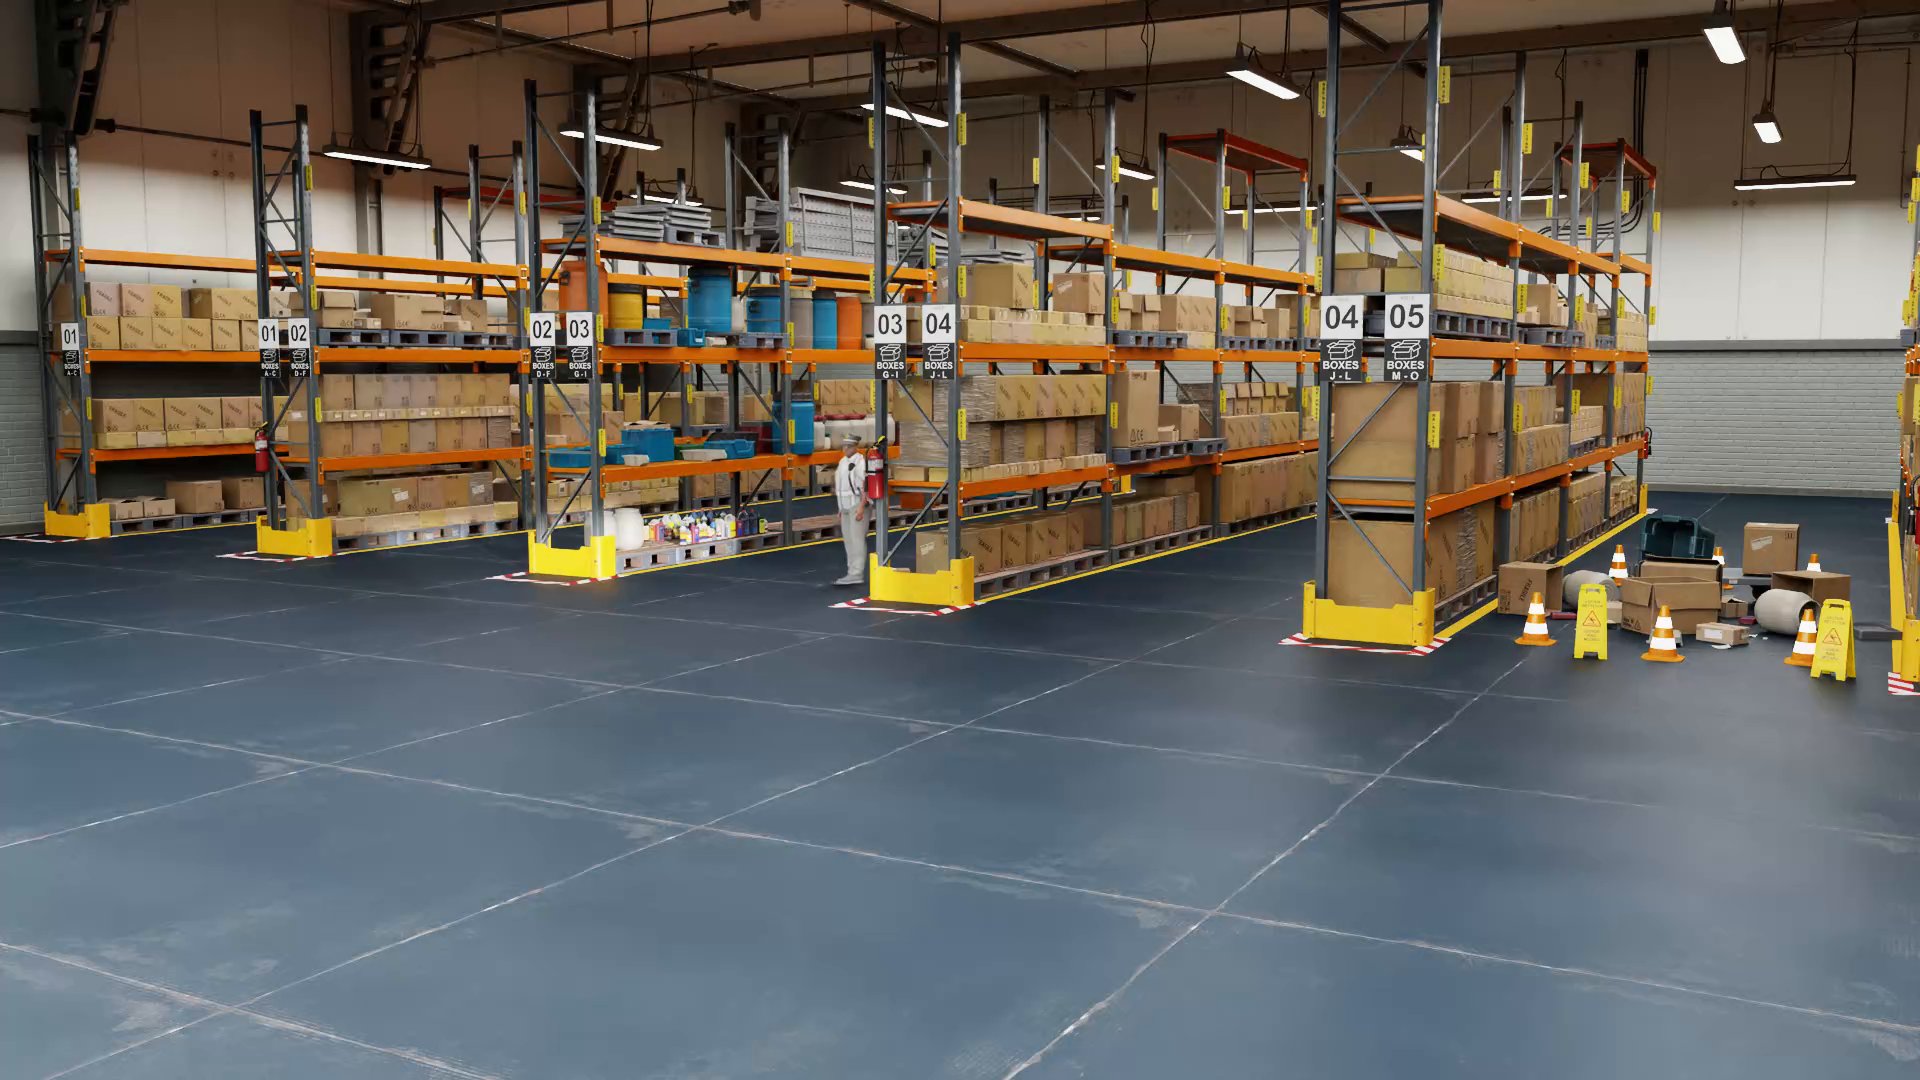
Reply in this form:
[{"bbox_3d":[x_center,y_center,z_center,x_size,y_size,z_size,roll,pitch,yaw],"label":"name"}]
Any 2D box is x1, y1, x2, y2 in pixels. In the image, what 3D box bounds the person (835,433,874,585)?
[{"bbox_3d":[-1.288,-0.368,19.523,0.498,1.770,0.556,-5,8,-39],"label":"person"}]
